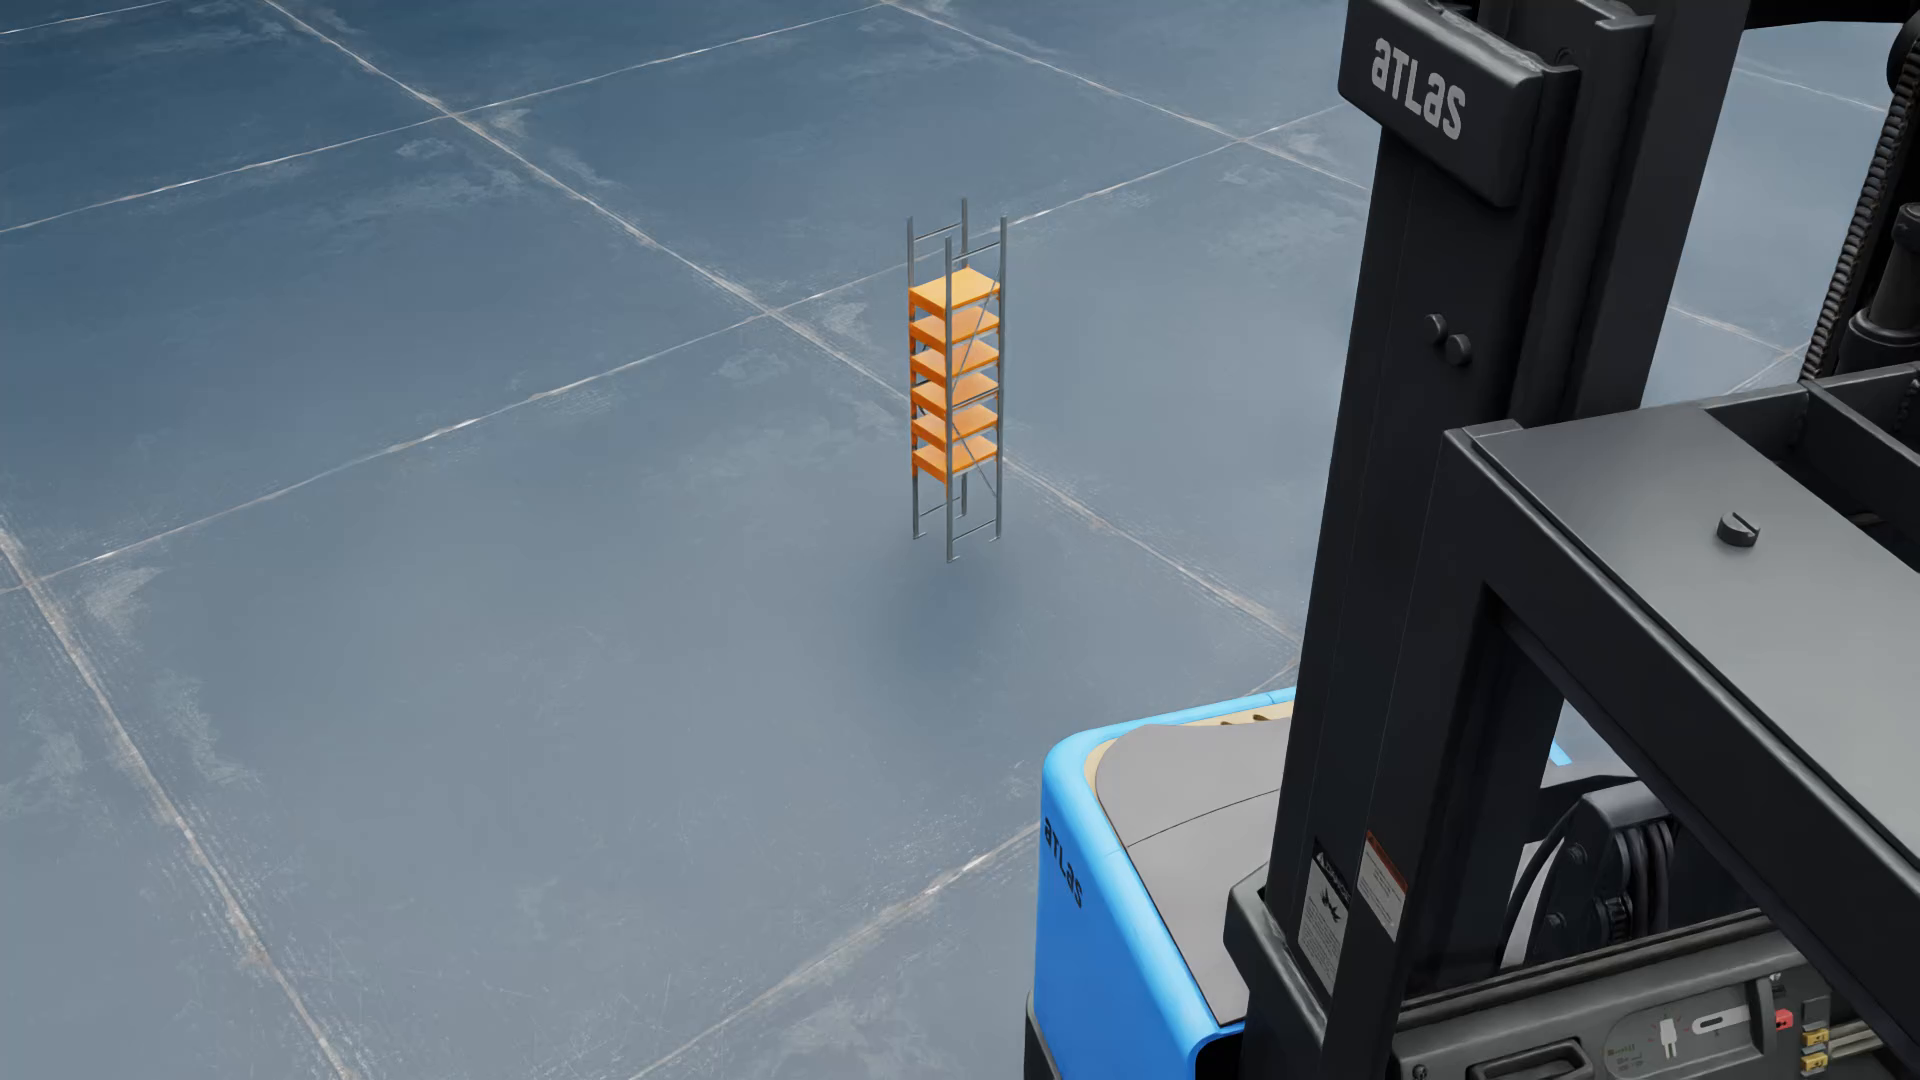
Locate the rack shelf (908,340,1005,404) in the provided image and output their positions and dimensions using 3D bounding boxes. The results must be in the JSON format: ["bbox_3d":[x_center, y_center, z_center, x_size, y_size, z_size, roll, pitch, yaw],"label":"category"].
[{"bbox_3d":[-0.009,-0.558,5.369,0.258,0.103,0.180,-26,43,-32],"label":"rack shelf"}]

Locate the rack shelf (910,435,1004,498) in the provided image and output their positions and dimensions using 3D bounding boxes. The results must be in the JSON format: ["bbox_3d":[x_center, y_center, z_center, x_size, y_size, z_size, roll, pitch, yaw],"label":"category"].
[{"bbox_3d":[-0.009,-0.264,5.577,0.258,0.103,0.180,-26,43,-32],"label":"rack shelf"}]

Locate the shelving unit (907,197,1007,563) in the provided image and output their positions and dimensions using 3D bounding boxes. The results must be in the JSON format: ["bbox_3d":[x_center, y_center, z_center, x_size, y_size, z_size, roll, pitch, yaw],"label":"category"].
[{"bbox_3d":[-0.009,-0.496,5.412,0.258,1.200,0.189,-26,43,-32],"label":"shelving unit"}]

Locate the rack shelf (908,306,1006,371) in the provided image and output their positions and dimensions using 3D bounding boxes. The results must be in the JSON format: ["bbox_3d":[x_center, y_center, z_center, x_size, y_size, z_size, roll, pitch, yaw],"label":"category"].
[{"bbox_3d":[-0.009,-0.656,5.299,0.258,0.103,0.180,-26,43,-32],"label":"rack shelf"}]

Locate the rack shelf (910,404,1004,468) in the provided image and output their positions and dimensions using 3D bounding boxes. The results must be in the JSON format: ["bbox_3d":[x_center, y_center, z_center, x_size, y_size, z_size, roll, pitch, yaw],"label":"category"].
[{"bbox_3d":[-0.009,-0.362,5.507,0.258,0.103,0.180,-26,43,-32],"label":"rack shelf"}]

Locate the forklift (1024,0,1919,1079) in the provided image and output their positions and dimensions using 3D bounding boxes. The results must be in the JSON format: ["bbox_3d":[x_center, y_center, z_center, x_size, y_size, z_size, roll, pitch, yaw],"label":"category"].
[{"bbox_3d":[1.070,0.809,2.072,1.130,2.935,3.031,-10,37,-14],"label":"forklift"}]

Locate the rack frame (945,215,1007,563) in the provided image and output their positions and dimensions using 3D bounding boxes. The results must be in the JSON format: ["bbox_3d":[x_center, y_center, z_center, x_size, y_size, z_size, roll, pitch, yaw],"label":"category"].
[{"bbox_3d":[0.050,-0.456,5.355,0.240,1.200,0.006,-26,43,-32],"label":"rack frame"}]

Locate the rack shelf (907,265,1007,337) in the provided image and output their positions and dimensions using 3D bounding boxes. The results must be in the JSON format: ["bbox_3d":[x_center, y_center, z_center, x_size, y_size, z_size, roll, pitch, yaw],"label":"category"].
[{"bbox_3d":[-0.009,-0.754,5.230,0.258,0.103,0.180,-26,43,-32],"label":"rack shelf"}]

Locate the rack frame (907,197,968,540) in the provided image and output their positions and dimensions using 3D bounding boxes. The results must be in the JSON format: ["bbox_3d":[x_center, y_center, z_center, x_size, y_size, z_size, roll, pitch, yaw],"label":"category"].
[{"bbox_3d":[-0.068,-0.536,5.469,0.240,1.200,0.006,-26,43,-32],"label":"rack frame"}]

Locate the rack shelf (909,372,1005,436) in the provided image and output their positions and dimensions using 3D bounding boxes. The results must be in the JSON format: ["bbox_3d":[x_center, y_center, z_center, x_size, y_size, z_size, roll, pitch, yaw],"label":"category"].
[{"bbox_3d":[-0.009,-0.460,5.438,0.258,0.103,0.180,-26,43,-32],"label":"rack shelf"}]
